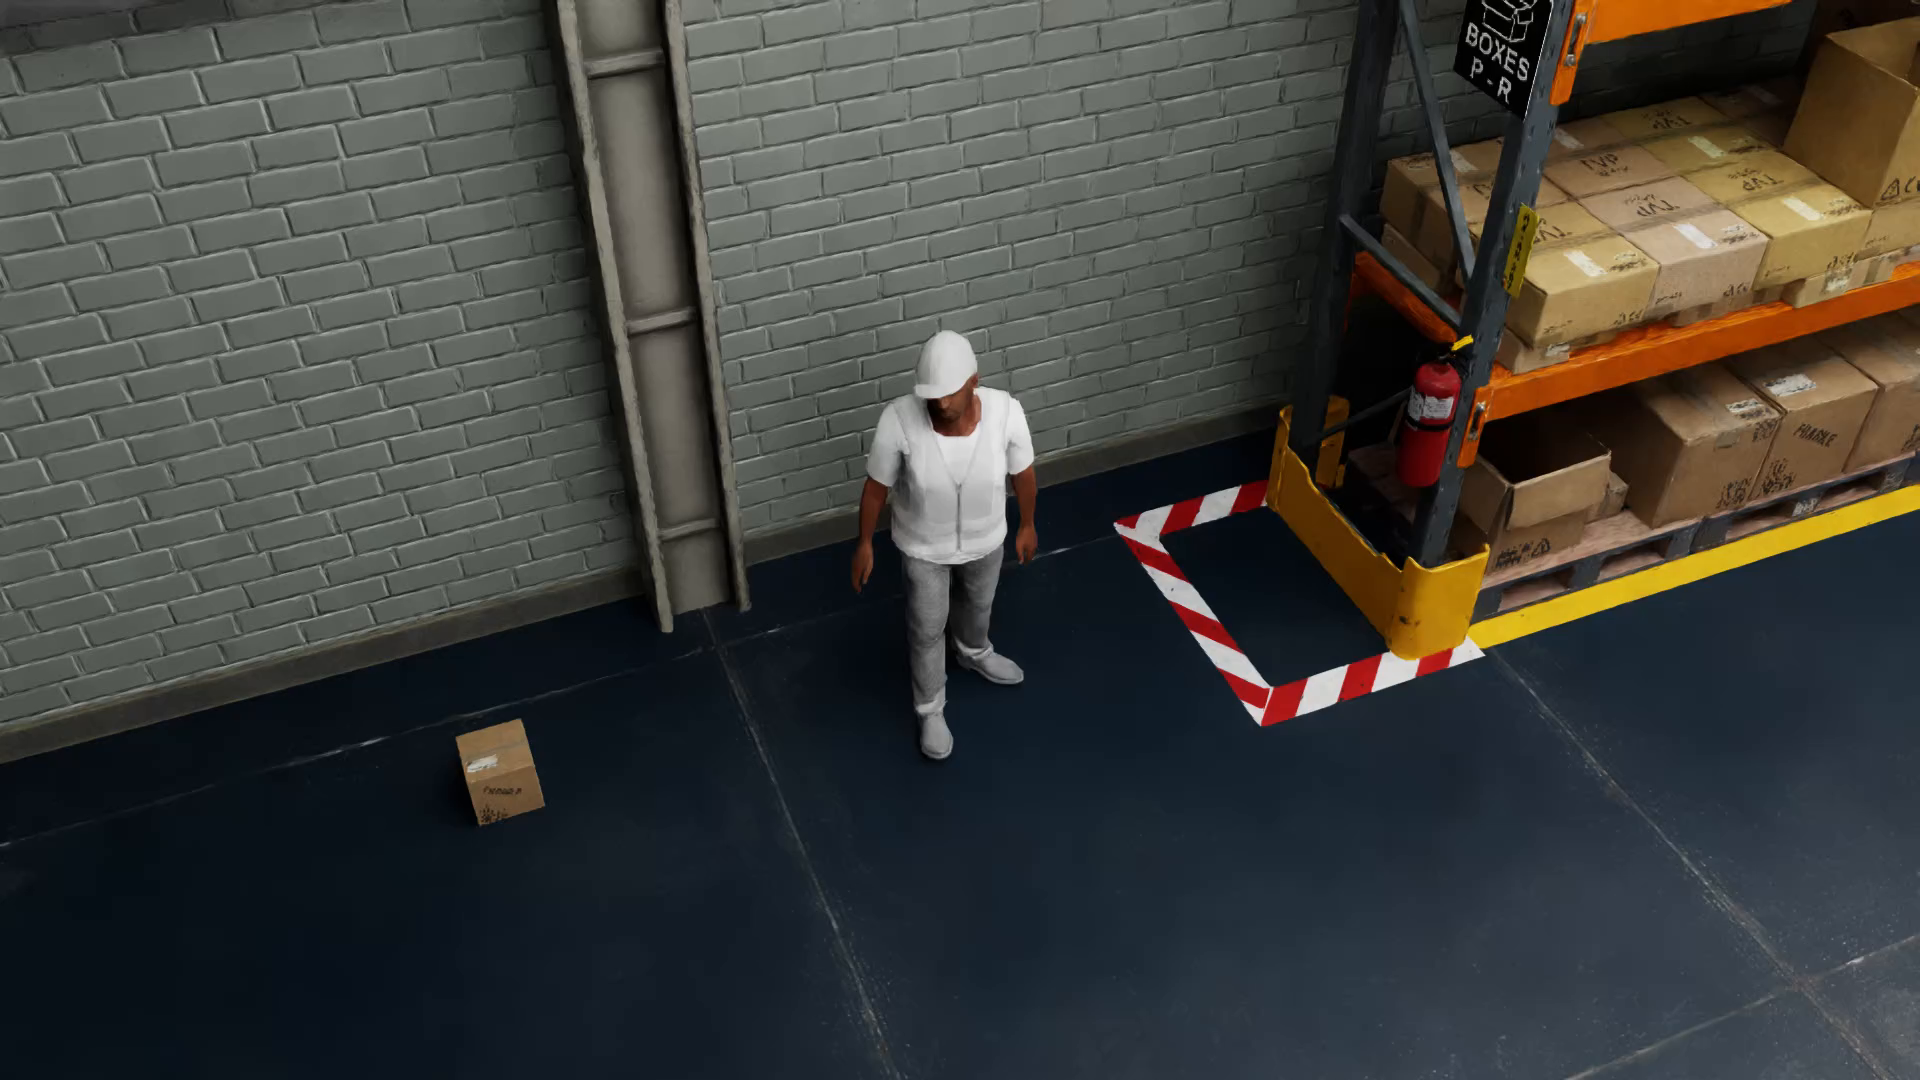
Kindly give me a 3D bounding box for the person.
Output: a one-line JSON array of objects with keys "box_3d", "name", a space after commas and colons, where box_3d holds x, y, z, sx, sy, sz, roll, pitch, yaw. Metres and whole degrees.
[{"box_3d": [-0.045, 0.021, 6.101, 0.724, 1.768, 0.583, -10, 42, -11], "name": "person"}]
